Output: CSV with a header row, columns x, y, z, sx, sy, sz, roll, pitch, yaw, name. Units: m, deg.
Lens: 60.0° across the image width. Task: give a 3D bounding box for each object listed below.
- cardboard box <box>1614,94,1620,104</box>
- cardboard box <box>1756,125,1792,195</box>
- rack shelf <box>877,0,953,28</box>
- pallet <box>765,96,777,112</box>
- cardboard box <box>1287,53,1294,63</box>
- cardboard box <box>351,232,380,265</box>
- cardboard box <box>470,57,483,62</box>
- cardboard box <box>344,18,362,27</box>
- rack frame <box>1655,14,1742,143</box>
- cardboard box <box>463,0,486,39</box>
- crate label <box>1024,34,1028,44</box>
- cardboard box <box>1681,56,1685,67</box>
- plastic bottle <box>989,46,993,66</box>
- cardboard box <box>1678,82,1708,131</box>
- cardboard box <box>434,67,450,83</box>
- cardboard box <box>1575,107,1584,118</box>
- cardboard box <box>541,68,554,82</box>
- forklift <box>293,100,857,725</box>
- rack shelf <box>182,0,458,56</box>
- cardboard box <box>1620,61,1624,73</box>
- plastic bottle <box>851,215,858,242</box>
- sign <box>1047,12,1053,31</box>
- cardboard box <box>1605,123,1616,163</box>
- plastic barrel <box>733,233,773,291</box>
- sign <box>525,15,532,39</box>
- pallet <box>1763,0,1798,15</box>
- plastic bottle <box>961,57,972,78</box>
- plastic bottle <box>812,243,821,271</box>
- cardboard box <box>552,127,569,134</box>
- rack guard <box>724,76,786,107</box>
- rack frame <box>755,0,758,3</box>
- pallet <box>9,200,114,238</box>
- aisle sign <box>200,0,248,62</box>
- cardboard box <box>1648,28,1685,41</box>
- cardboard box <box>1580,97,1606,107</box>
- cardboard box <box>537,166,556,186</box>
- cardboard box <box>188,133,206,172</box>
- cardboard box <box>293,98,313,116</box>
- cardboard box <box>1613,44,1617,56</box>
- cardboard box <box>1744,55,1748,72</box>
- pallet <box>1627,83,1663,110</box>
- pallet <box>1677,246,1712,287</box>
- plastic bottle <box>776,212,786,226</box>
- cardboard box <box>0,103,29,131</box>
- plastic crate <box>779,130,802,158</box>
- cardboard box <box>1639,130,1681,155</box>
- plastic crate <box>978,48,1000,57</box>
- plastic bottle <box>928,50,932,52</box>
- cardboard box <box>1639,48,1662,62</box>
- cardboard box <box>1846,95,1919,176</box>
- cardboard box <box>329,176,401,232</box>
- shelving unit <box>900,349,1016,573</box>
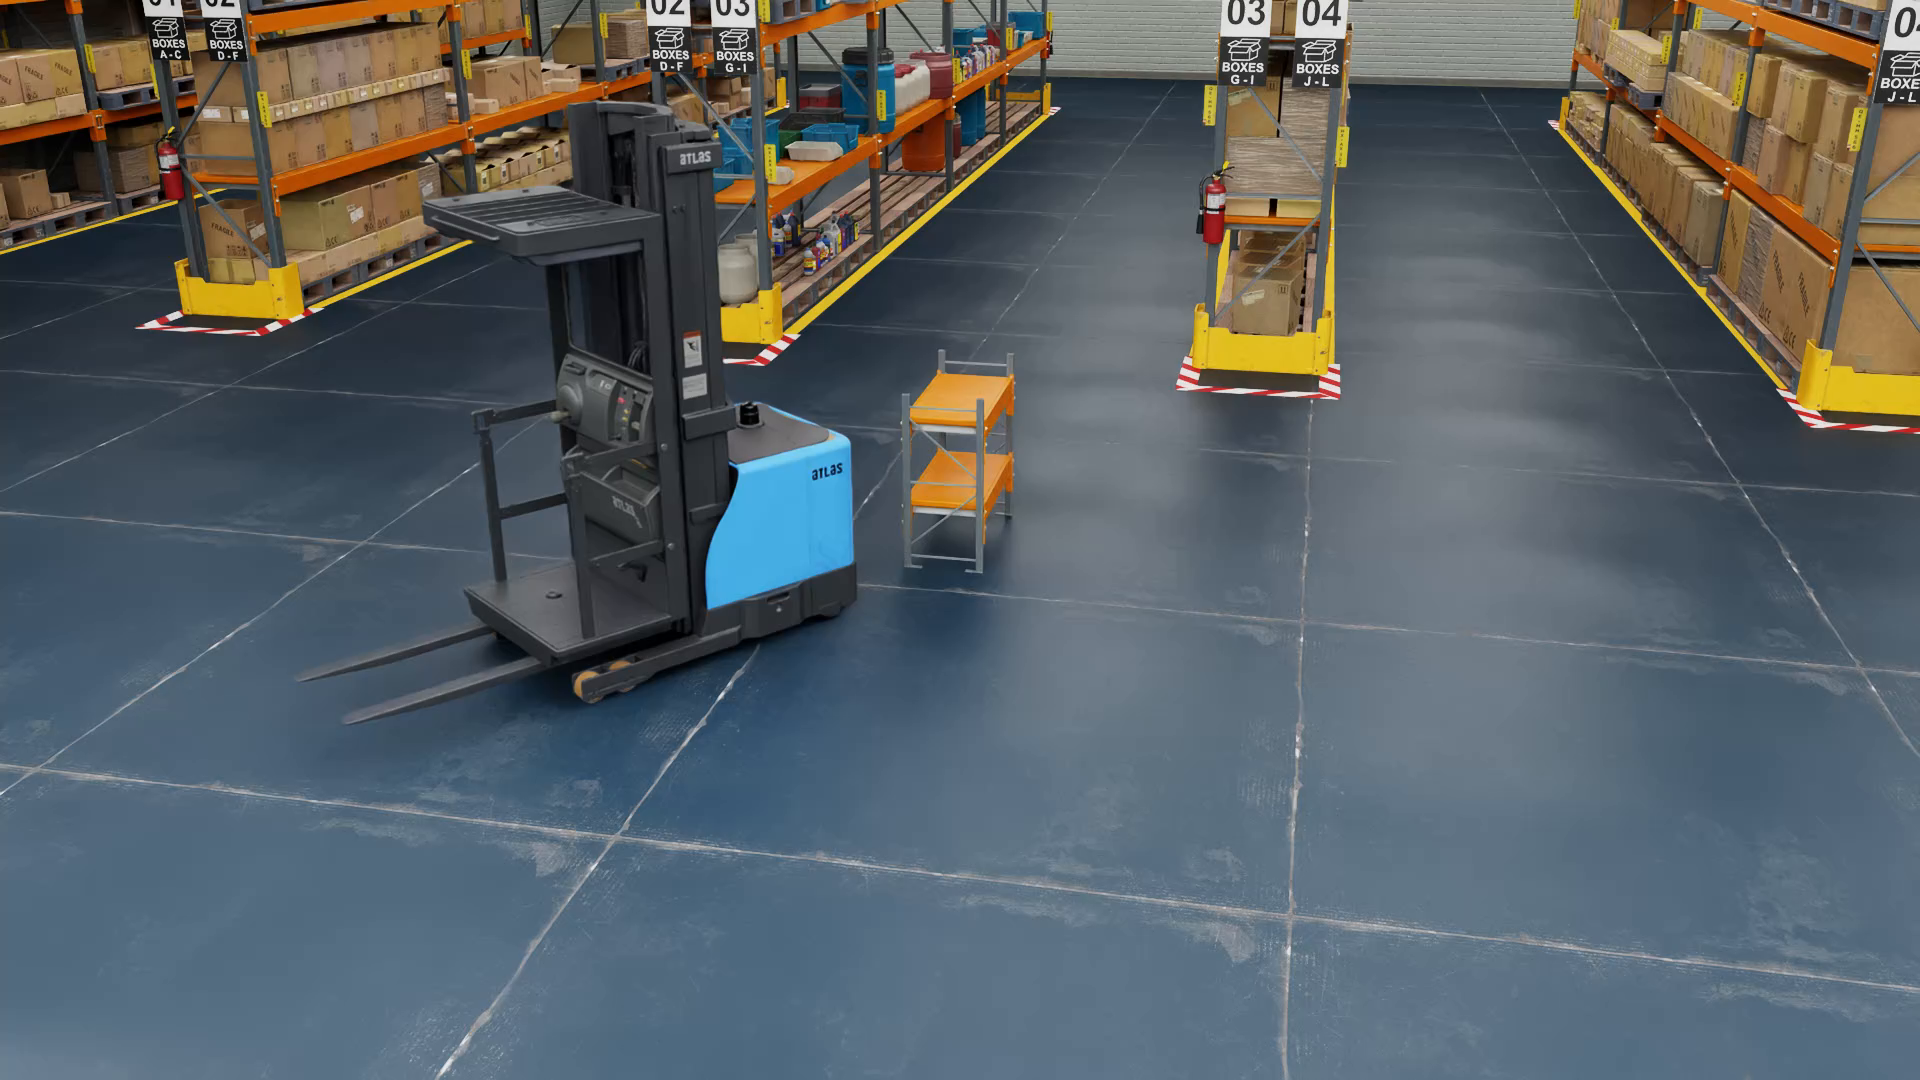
x,y,z,sx,sy,sz,roll,pitch,yaw,name
10.757,-7.176,27.114,0.380,0.149,0.250,5,22,12,cardboard box
7.897,-3.482,15.283,0.875,0.550,0.550,4,22,11,cardboard box
-1.000,-6.521,19.978,1.077,0.370,4.000,4,22,11,rack shelf
-3.985,-7.887,30.154,1.003,0.211,1.213,4,22,11,pallet
3.309,-4.269,15.567,0.500,0.500,0.500,4,22,11,cardboard box
-6.544,-3.113,17.685,0.500,0.250,0.500,4,22,11,cardboard box
-8.975,-8.824,30.664,0.380,0.149,0.250,5,22,11,cardboard box
-9.624,-7.865,25.809,0.500,0.500,0.500,5,22,12,cardboard box
9.092,-5.402,20.252,1.000,3.000,0.127,4,22,11,rack frame
-9.054,-9.283,29.486,0.980,0.700,0.700,3,22,8,cardboard box
0.946,-8.506,28.230,0.396,0.136,0.243,4,22,11,crate label
9.649,-6.251,21.736,0.380,0.149,0.250,4,22,10,cardboard box
0.458,-7.347,25.237,0.061,0.283,0.133,4,22,11,plastic bottle
8.532,-4.935,18.957,0.500,0.500,0.500,4,22,11,cardboard box
-6.102,-5.343,19.102,0.380,0.149,0.250,4,22,11,cardboard box
10.133,-6.889,26.799,0.380,0.149,0.250,5,23,13,cardboard box
-5.812,-6.220,22.402,0.500,0.311,0.500,4,22,10,cardboard box
-2.050,-0.724,8.729,3.031,2.935,1.130,-18,28,-37,forklift
-6.664,-5.437,17.287,1.077,0.370,4.000,4,22,11,rack shelf
9.117,-6.357,22.396,0.380,0.149,0.250,4,22,10,cardboard box
-1.183,-3.475,18.514,0.061,0.283,0.133,6,23,14,plastic bottle
1.583,-9.160,29.365,0.100,0.325,0.005,4,22,11,sign
9.498,-5.650,23.652,0.500,0.500,0.500,5,23,13,cardboard box
-2.062,-2.740,16.409,0.421,0.512,0.421,0,22,0,plastic barrel
-5.973,-7.112,23.054,0.100,0.325,0.005,4,22,11,sign
8.099,-4.991,15.335,1.003,0.211,1.213,4,22,11,pallet
0.096,-6.778,23.835,0.152,0.276,0.135,4,22,11,plastic bottle
-1.485,-2.934,17.171,0.061,0.283,0.133,5,22,12,plastic bottle
-5.306,-5.543,22.970,0.500,0.311,0.500,5,22,12,cardboard box
-3.823,-8.312,30.824,1.175,0.500,0.348,4,22,11,rack guard
-2.224,-6.052,13.835,1.000,3.000,0.127,4,22,11,rack frame
-11.209,-3.945,20.368,1.003,0.211,1.213,4,22,11,pallet
-6.786,-4.807,15.293,0.394,0.787,0.004,4,22,11,aisle sign
10.256,-7.211,24.212,0.500,0.500,0.500,4,22,10,cardboard box
10.200,-7.021,26.730,0.380,0.149,0.250,3,22,8,cardboard box
-5.618,-4.721,21.680,0.500,0.250,0.500,5,22,12,cardboard box
-10.679,-5.364,22.914,0.700,0.500,0.500,4,22,11,cardboard box
-6.678,-4.310,16.539,0.380,0.149,0.250,5,22,11,cardboard box
9.275,-6.783,23.057,0.380,0.149,0.250,5,22,12,cardboard box
8.372,-4.632,16.866,0.700,0.500,0.500,4,22,10,cardboard box
9.133,-5.582,20.955,1.213,0.211,1.003,4,22,11,pallet
8.360,-2.934,17.856,1.003,0.211,1.213,4,22,11,pallet
-1.979,-3.444,18.346,0.144,0.351,0.185,5,22,12,plastic bottle
-11.104,-4.864,19.090,0.500,0.250,0.500,4,22,11,cardboard box
-1.961,-4.159,17.448,0.450,0.188,0.662,4,22,11,plastic crate
8.975,-5.056,21.171,0.500,0.250,0.500,4,22,10,cardboard box
0.460,-7.723,26.286,0.396,0.136,0.243,4,22,11,plastic crate
-0.432,-7.121,24.687,0.152,0.276,0.135,4,22,11,plastic bottle
8.850,-6.158,21.107,0.380,0.149,0.250,5,23,13,cardboard box
7.573,-3.180,13.088,0.875,0.550,0.550,4,22,11,cardboard box
-6.436,-3.643,17.998,0.500,0.500,0.500,4,22,11,cardboard box
0.001,-0.524,10.650,0.538,1.125,1.048,4,22,11,shelving unit
